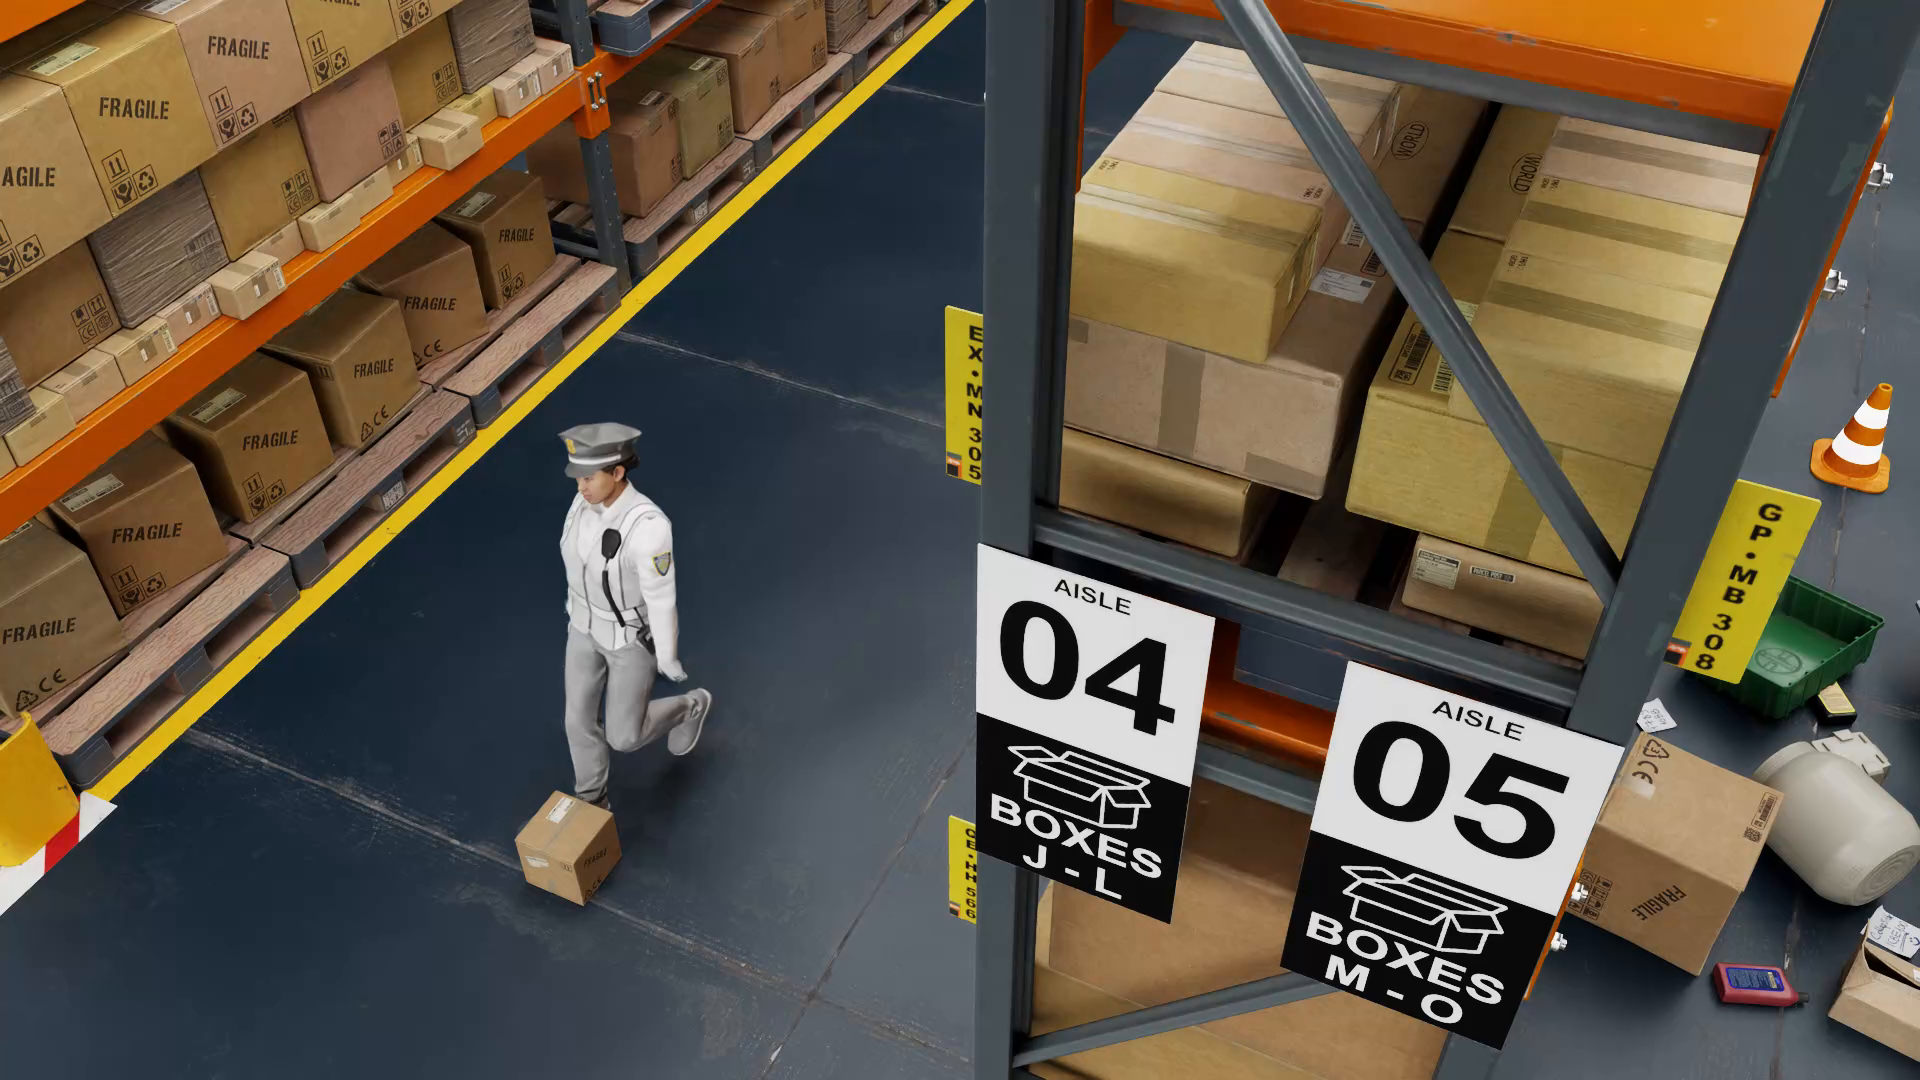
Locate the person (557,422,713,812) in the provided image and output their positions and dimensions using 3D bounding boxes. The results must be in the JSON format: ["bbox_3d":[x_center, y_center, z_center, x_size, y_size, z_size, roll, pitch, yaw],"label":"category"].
[{"bbox_3d":[-1.252,0.357,5.788,0.531,1.618,0.770,28,49,27],"label":"person"}]
